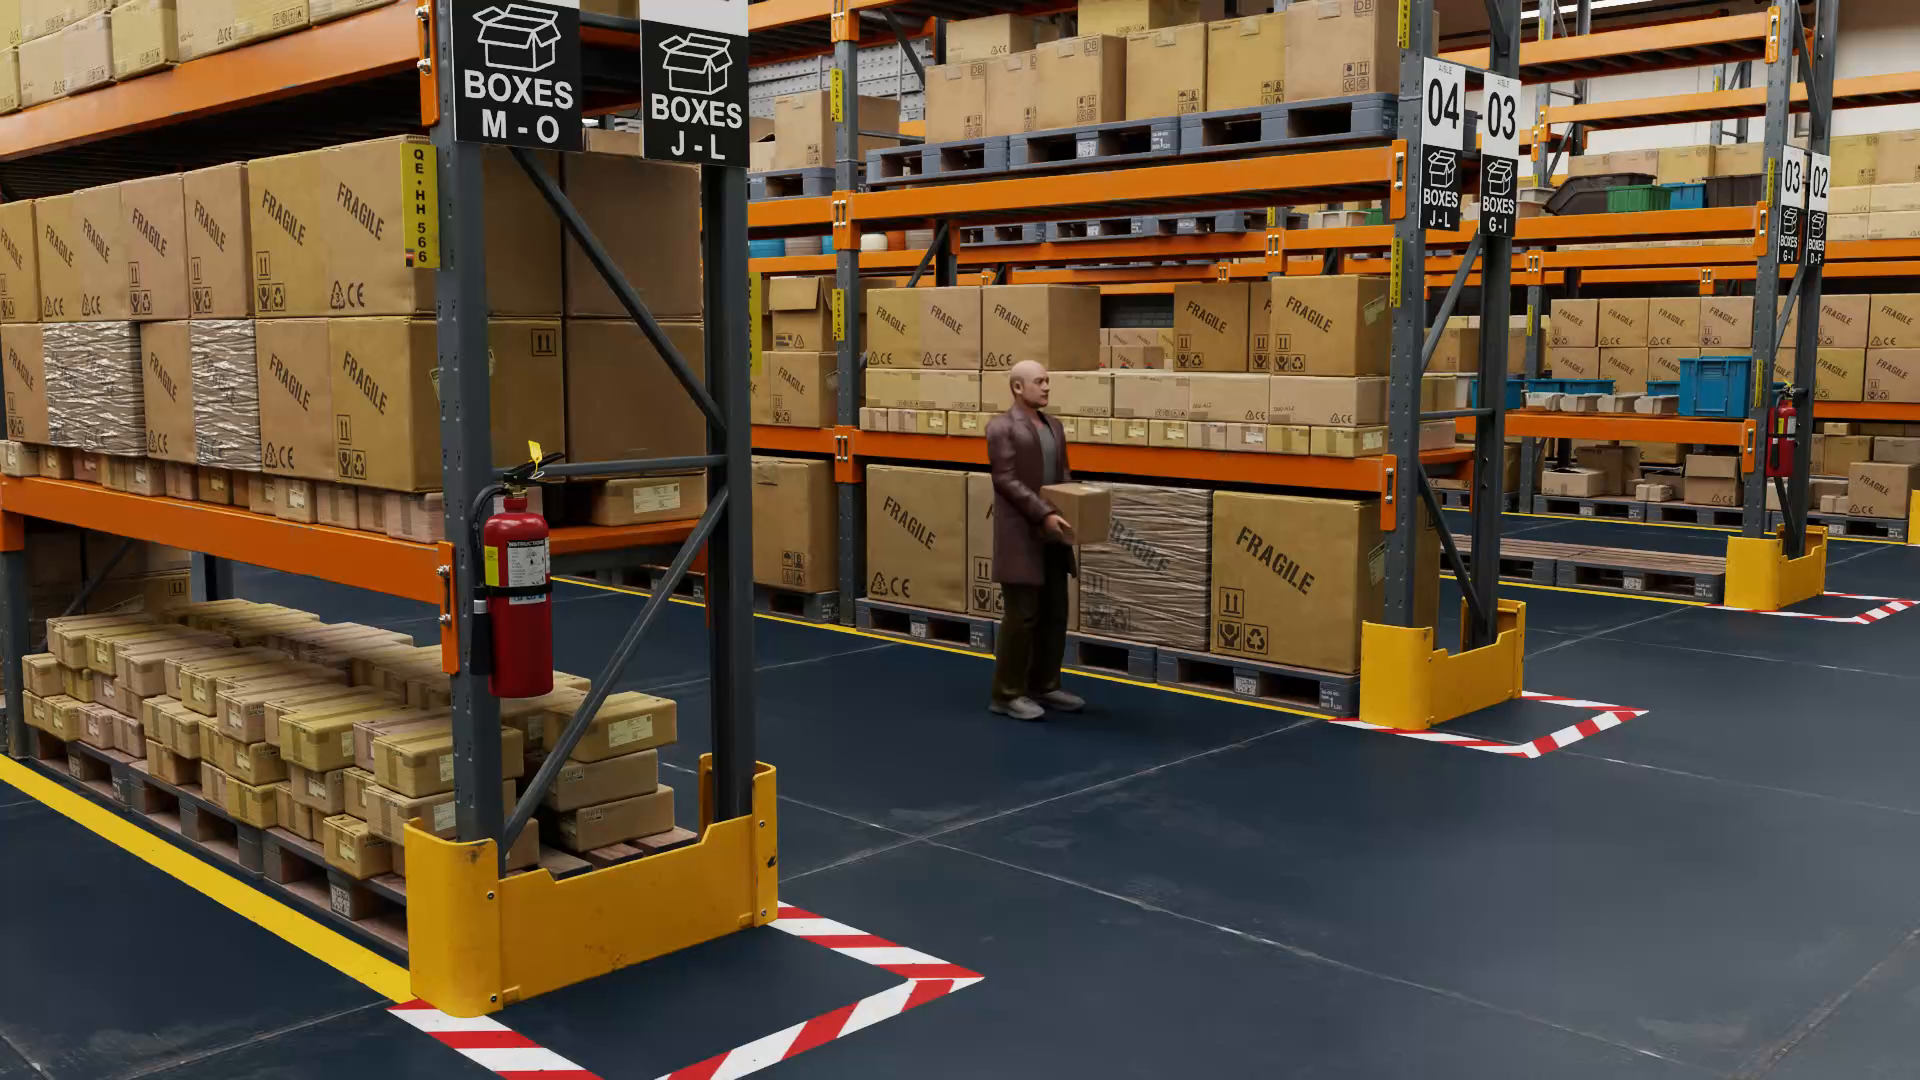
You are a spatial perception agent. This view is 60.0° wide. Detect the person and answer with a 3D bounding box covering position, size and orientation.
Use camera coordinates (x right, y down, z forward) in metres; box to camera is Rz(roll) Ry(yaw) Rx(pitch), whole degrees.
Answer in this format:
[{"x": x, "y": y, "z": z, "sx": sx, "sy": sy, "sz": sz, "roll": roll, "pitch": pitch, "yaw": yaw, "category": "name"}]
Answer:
[{"x": 0.434, "y": -0.005, "z": 8.322, "sx": 0.535, "sy": 1.780, "sz": 0.548, "roll": 6, "pitch": 9, "yaw": 43, "category": "person"}]
